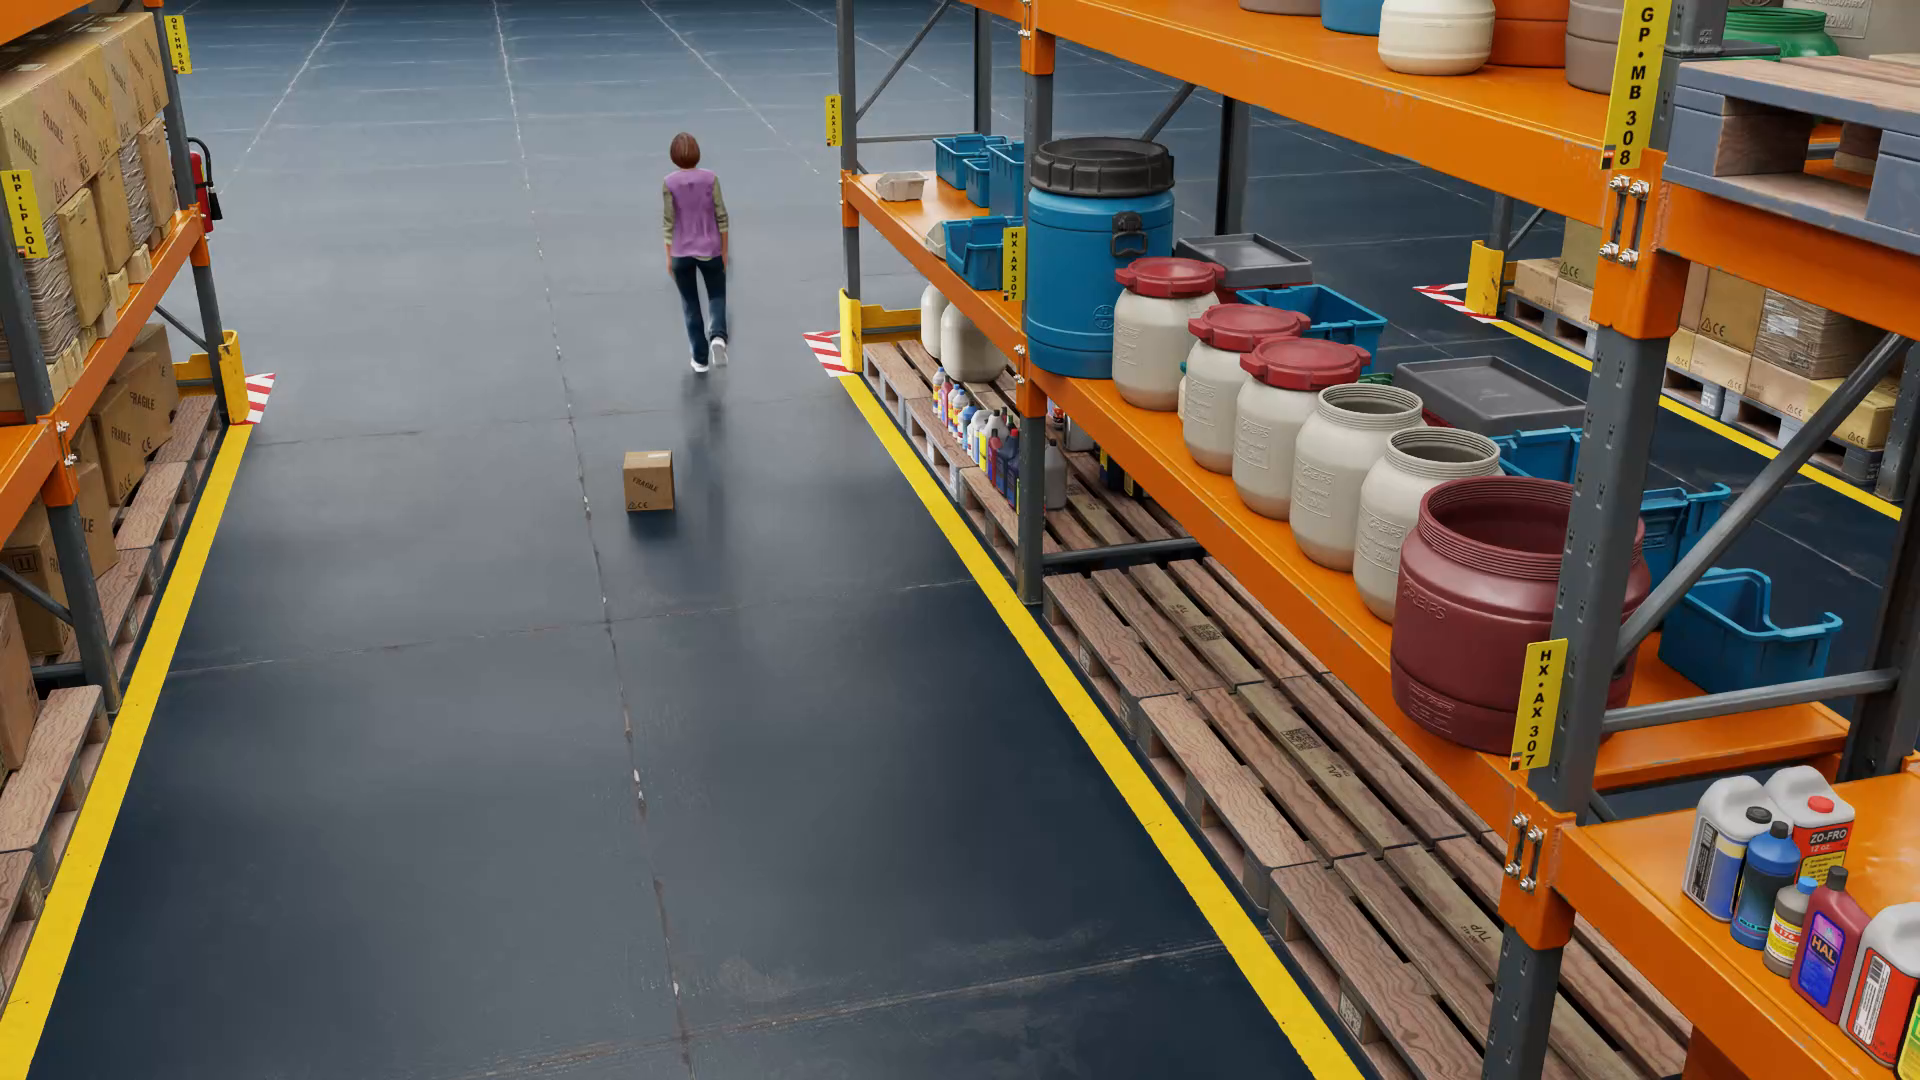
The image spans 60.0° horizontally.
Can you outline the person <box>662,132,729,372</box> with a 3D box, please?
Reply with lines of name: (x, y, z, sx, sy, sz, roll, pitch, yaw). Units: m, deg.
person: (-1.707, -1.844, 10.847, 0.426, 1.588, 0.574, -5, 24, -12)
